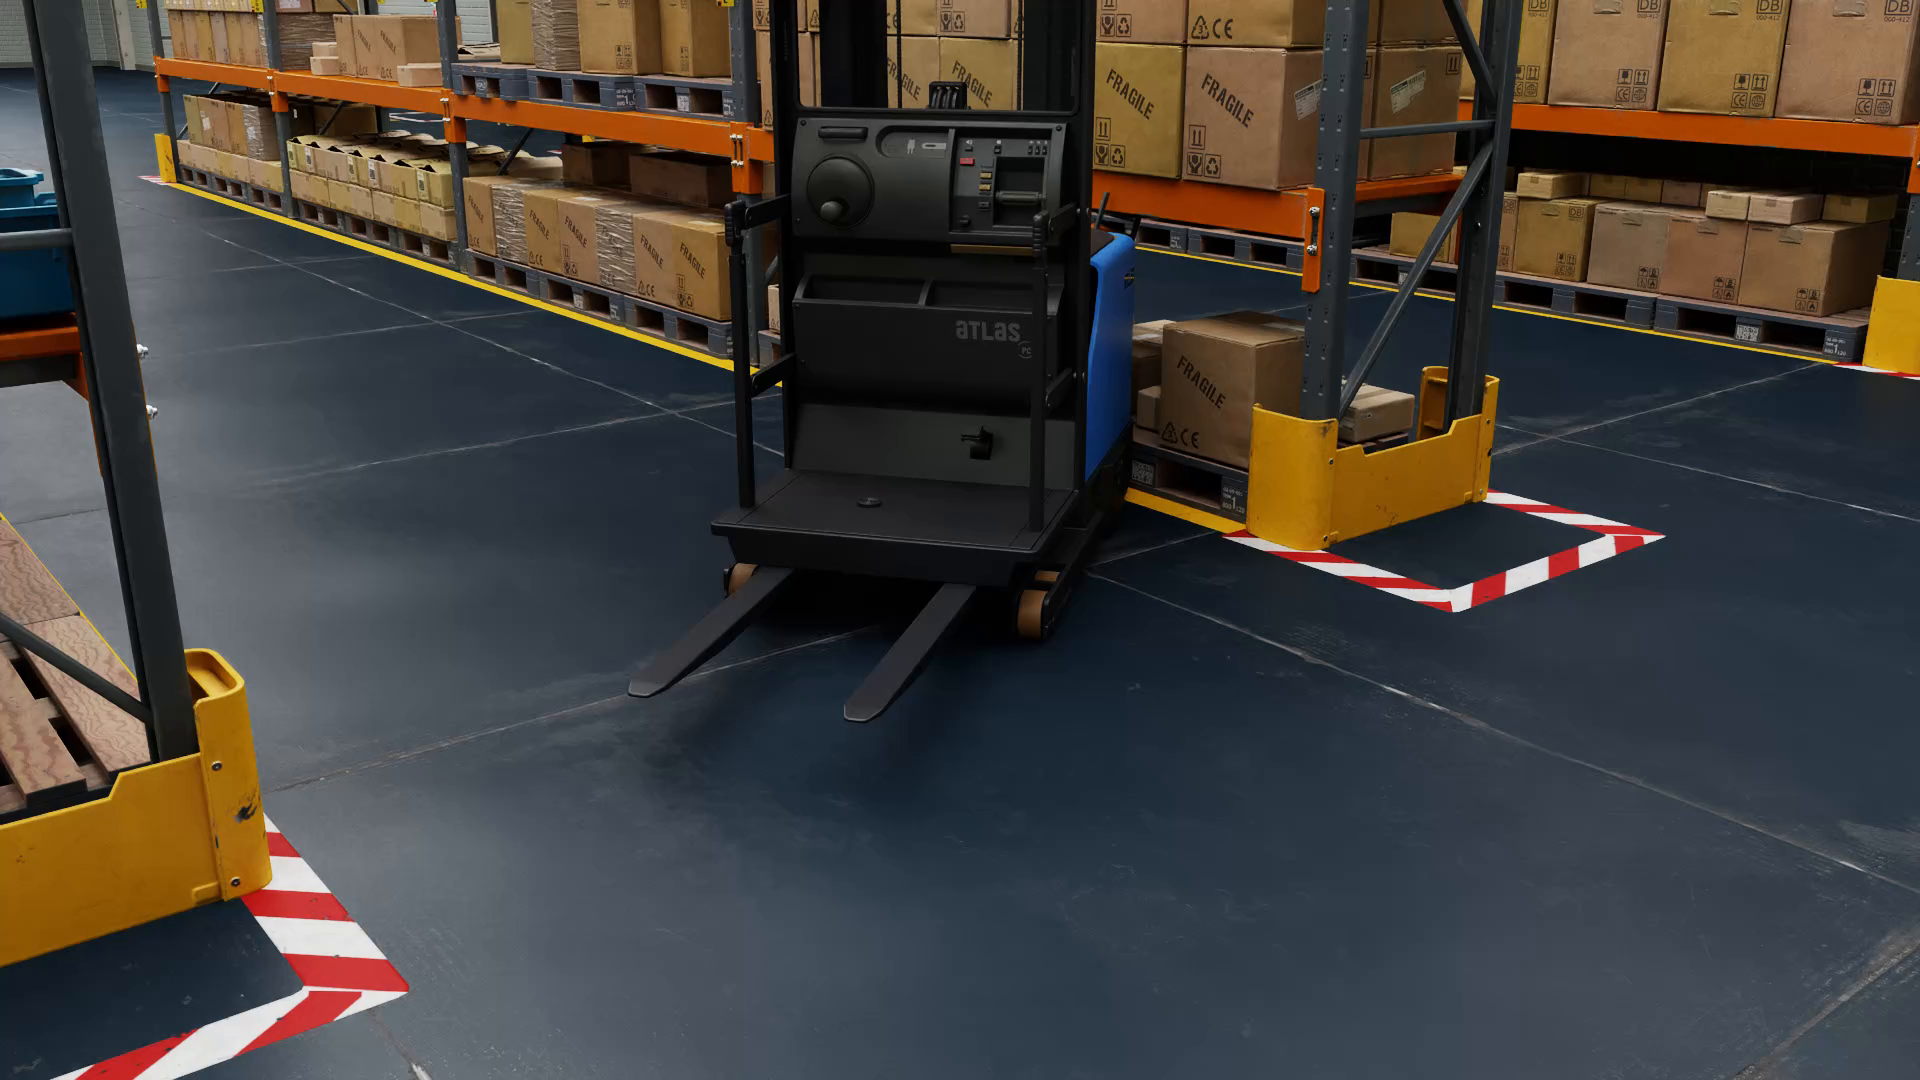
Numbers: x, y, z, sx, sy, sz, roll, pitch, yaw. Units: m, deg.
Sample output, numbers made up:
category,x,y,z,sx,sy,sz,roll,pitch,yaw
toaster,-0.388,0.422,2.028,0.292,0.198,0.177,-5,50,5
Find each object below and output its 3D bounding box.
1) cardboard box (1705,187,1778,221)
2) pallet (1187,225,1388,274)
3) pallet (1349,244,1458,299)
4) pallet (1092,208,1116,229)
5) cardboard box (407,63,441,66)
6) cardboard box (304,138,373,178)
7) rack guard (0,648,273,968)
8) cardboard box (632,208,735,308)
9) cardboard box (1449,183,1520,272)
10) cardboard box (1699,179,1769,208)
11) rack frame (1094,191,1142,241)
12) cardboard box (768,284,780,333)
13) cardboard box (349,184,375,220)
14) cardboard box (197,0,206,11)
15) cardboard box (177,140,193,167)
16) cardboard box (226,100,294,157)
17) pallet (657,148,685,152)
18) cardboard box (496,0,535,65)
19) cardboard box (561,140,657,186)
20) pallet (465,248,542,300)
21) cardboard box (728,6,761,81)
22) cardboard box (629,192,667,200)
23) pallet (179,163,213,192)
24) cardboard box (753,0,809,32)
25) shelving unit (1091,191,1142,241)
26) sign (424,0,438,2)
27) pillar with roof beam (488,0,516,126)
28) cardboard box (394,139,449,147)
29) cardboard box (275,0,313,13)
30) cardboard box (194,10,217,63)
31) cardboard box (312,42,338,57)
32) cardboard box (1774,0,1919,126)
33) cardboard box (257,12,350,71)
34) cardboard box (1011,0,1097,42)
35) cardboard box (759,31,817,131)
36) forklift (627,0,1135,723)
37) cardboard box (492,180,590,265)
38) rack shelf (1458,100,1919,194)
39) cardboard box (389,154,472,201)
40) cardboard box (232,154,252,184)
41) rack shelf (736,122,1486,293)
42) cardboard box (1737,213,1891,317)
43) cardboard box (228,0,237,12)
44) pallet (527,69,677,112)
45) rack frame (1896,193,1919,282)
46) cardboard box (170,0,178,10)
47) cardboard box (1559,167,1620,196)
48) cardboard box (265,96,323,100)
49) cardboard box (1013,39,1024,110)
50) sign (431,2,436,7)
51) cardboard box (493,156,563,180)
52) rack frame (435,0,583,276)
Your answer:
category,x,y,z,sx,sy,sz,roll,pitch,yaw
cardboard box,4.681,-2.011,9.940,0.380,0.149,0.250,-13,22,-35
pallet,2.554,-2.316,13.019,1.003,0.211,1.213,-14,23,-36
pallet,3.503,-1.937,11.878,1.003,0.211,1.213,-14,23,-36
pallet,1.039,-2.917,14.835,1.003,0.211,1.213,-14,23,-36
cardboard box,-4.108,-3.666,13.061,0.380,0.149,0.250,-12,22,-32
cardboard box,-5.388,-3.353,14.530,0.500,0.311,0.500,-14,23,-37
rack guard,-2.165,0.645,3.618,1.175,0.500,0.348,-14,23,-36
cardboard box,-1.620,-1.707,10.024,0.500,0.500,0.500,-14,23,-36
cardboard box,3.786,-2.148,11.386,0.700,0.500,0.500,-14,23,-37
cardboard box,4.827,-2.146,10.350,0.380,0.149,0.250,-14,23,-36
rack frame,0.518,-0.851,6.983,0.240,1.200,0.015,3,19,-42
cardboard box,-0.698,-1.283,9.042,0.500,0.311,0.500,-14,23,-36
cardboard box,-4.744,-2.835,13.858,0.500,0.250,0.500,-13,23,-35
cardboard box,-7.363,-5.353,16.565,0.380,0.149,0.250,-14,23,-37
cardboard box,-8.081,-4.172,17.895,0.500,0.250,0.500,-14,23,-36
cardboard box,-6.830,-4.037,16.295,0.500,0.500,0.500,-14,23,-36
pallet,-3.081,-4.571,19.830,1.003,0.211,1.213,-14,23,-36
cardboard box,-2.793,-3.595,11.622,0.500,0.500,0.700,11,21,30
cardboard box,-2.469,-2.662,11.714,0.500,0.250,0.500,-13,22,-34
pallet,-2.838,-1.967,11.966,1.003,0.211,1.213,-14,23,-36
cardboard box,-0.907,-2.903,9.531,0.500,0.500,0.700,11,21,30
cardboard box,-1.856,-2.064,11.099,0.500,0.500,0.500,-15,24,-38
pallet,-7.732,-3.949,17.953,1.003,0.211,1.213,-14,23,-36
cardboard box,-0.717,-2.847,8.439,0.500,0.500,0.500,-13,22,-35
shelving unit,0.370,-0.940,7.155,0.258,1.200,0.503,3,19,-42
sign,-3.705,-3.922,11.594,0.100,0.325,0.005,-14,23,-36
pillar with roof beam,-10.346,-9.903,21.955,9.100,9.000,0.400,-14,23,-36
cardboard box,-4.644,-3.333,14.472,0.500,0.311,0.500,-14,23,-36
cardboard box,-6.092,-4.848,15.040,0.380,0.149,0.250,-14,23,-36
cardboard box,-7.326,-5.131,16.927,0.700,0.500,0.500,-14,23,-36
cardboard box,-5.416,-4.283,14.765,0.500,0.250,0.500,-12,22,-33
cardboard box,5.251,-2.744,9.401,0.980,0.700,0.700,-13,22,-34
cardboard box,-6.036,-4.623,15.393,0.700,0.500,0.500,-15,23,-38
cardboard box,0.563,-2.340,6.907,0.500,0.500,0.500,-13,22,-35
cardboard box,-0.686,-2.365,8.573,0.500,0.500,0.500,-13,22,-35
forklift,-0.164,-1.202,5.330,1.130,2.935,3.031,5,19,14
cardboard box,-2.884,-2.208,11.536,0.500,0.500,0.500,-15,24,-38
rack shelf,4.334,-2.630,10.676,1.077,0.370,4.000,-14,23,-36
cardboard box,-4.118,-2.850,13.011,0.500,0.311,0.500,-14,23,-37
cardboard box,-6.840,-3.679,16.406,0.500,0.250,0.500,-14,23,-36
rack shelf,0.453,-1.662,7.754,1.077,0.370,4.000,-14,23,-36
cardboard box,5.063,-1.644,9.864,0.700,0.500,0.500,-14,23,-36
cardboard box,-6.723,-5.099,15.799,0.380,0.149,0.250,-14,23,-36
pallet,-2.061,-2.912,10.691,1.003,0.211,1.213,-14,23,-36
rack frame,5.576,-2.478,9.075,1.000,3.000,0.127,-14,23,-36
cardboard box,-7.998,-5.605,17.327,0.380,0.149,0.250,-15,23,-37
cardboard box,4.191,-2.398,11.109,0.380,0.149,0.250,-14,23,-36
cardboard box,-6.731,-4.262,16.975,0.500,0.500,0.500,-14,23,-36
cardboard box,0.573,-1.866,7.068,0.500,0.500,0.500,-14,23,-36
sign,-8.742,-8.934,27.671,0.001,0.109,0.331,-14,23,-36
cardboard box,-3.367,-2.828,12.946,0.500,0.311,0.500,-13,22,-34
rack frame,-3.272,-3.482,12.105,1.000,3.000,0.127,-14,23,-36
